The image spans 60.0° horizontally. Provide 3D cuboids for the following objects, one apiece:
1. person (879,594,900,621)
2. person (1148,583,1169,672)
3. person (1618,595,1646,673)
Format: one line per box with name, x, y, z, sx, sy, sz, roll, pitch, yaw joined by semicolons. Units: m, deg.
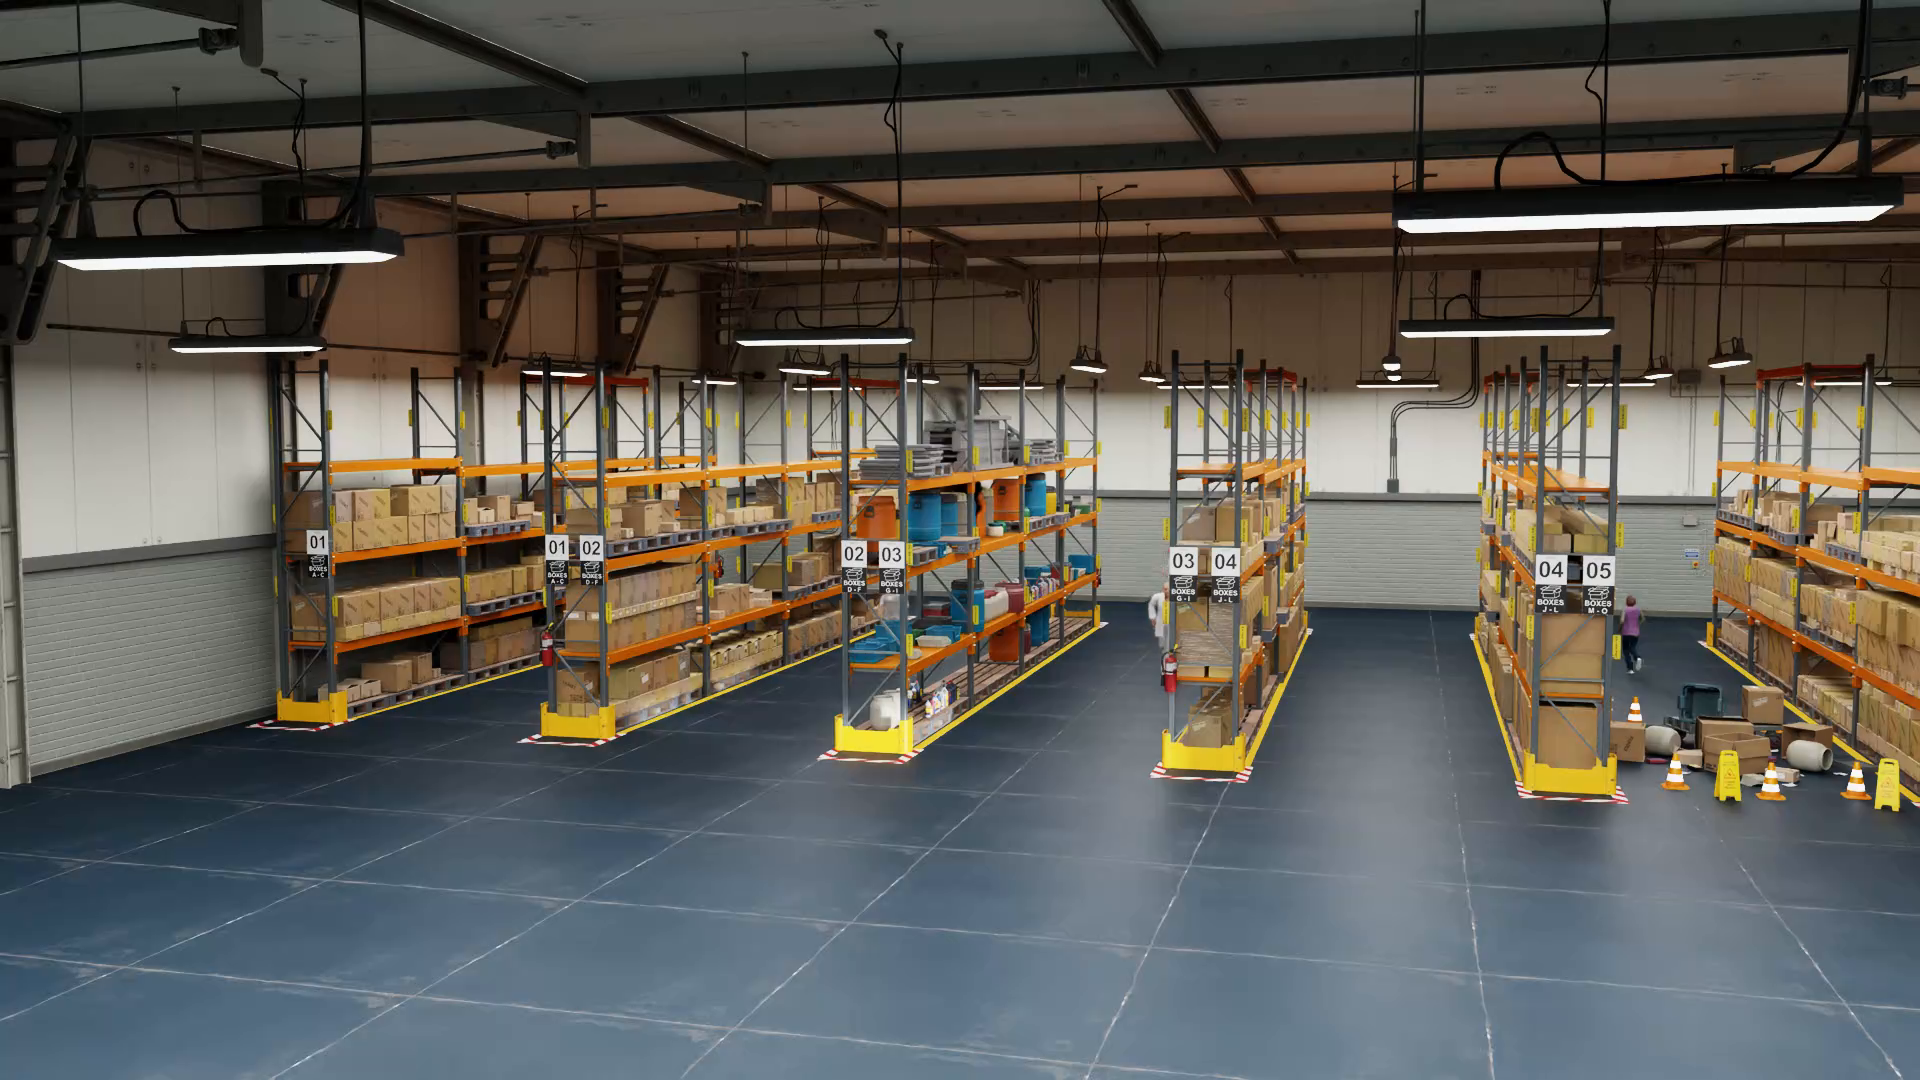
person;-1.355;1.570;32.806;0.510;1.616;0.635;1;4;18
person;3.910;1.628;31.424;0.701;1.693;0.792;0;4;5
person;13.240;1.867;32.808;0.522;1.554;0.532;0;4;-3
